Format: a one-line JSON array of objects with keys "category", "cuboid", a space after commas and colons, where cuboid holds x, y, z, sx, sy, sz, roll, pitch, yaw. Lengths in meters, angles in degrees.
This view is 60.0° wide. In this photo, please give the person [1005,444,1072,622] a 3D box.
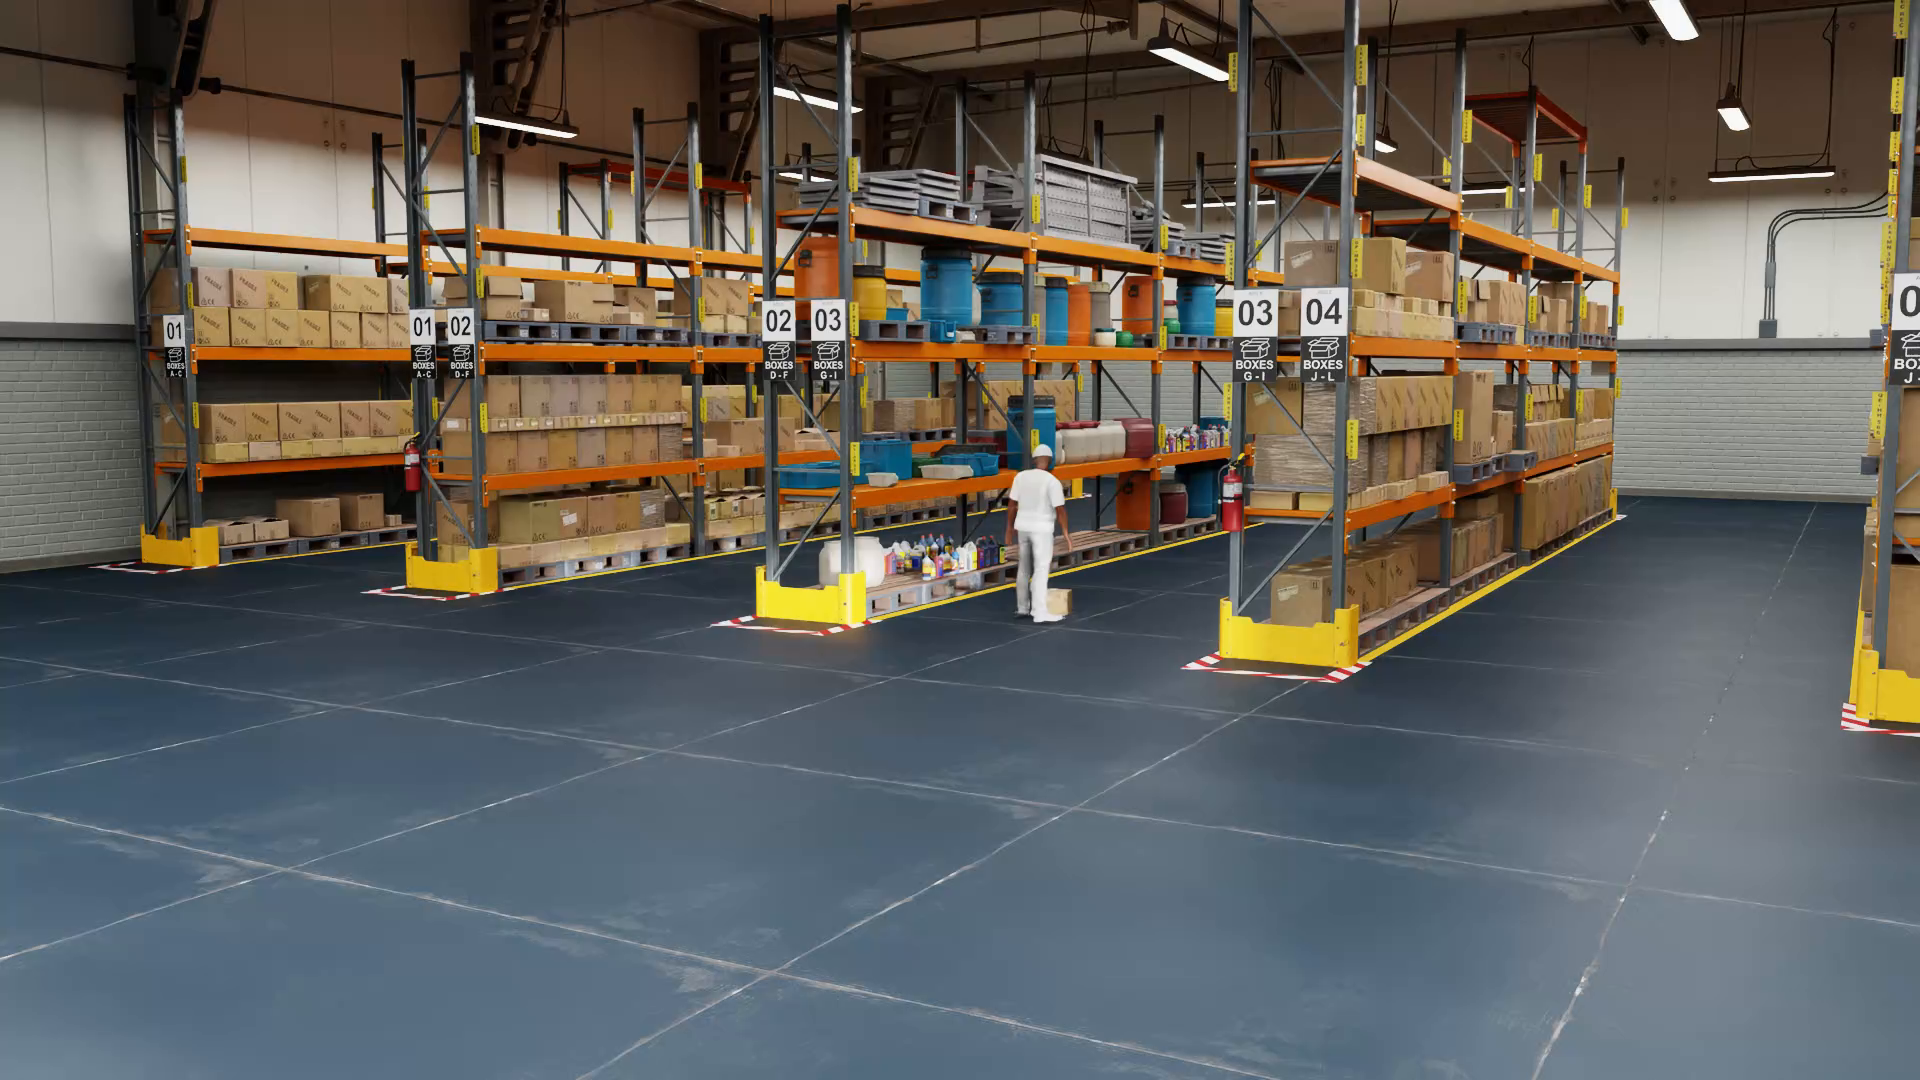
[{"category": "person", "cuboid": [0.775, -0.069, 16.701, 0.728, 1.784, 0.581, 5, 8, 42]}]
